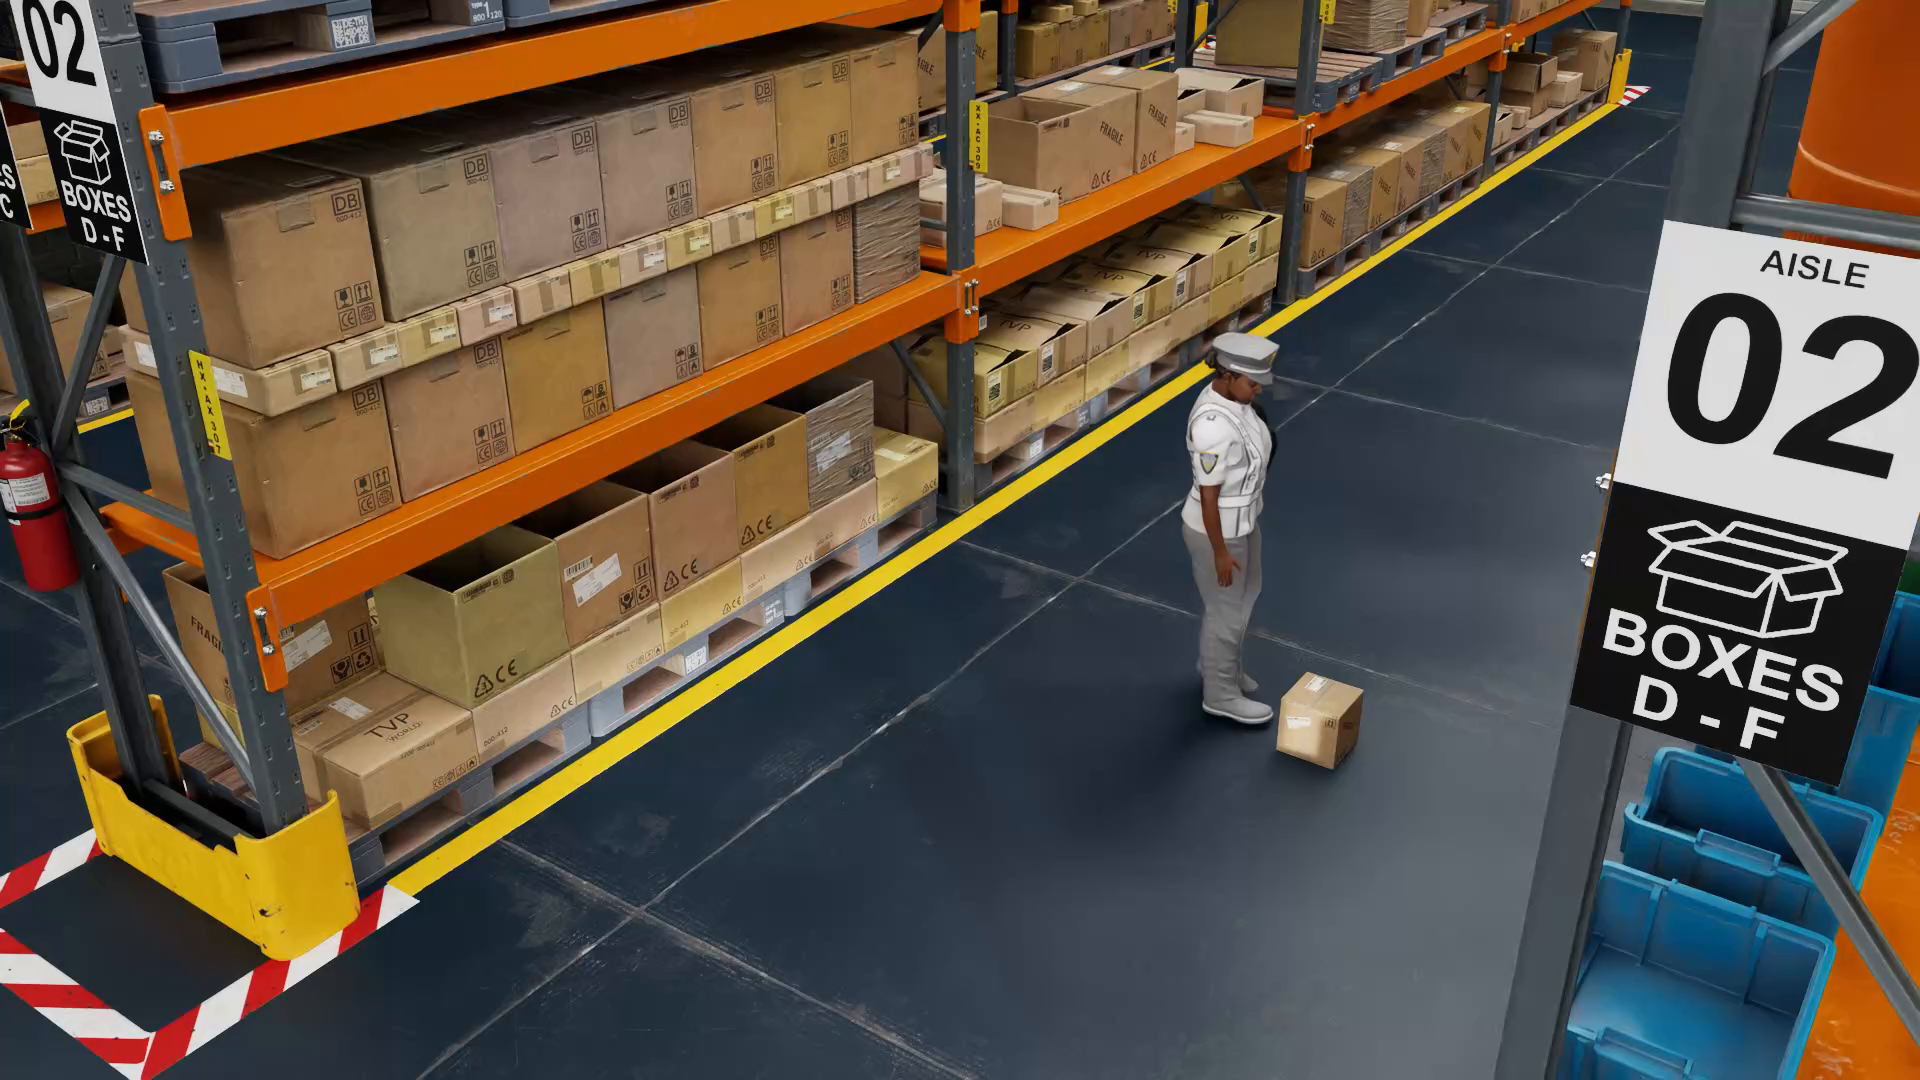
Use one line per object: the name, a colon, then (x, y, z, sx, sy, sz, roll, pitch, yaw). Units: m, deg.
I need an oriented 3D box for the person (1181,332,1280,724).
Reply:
person: (1.114, -0.013, 6.678, 0.441, 1.730, 0.527, 10, 29, 19)
